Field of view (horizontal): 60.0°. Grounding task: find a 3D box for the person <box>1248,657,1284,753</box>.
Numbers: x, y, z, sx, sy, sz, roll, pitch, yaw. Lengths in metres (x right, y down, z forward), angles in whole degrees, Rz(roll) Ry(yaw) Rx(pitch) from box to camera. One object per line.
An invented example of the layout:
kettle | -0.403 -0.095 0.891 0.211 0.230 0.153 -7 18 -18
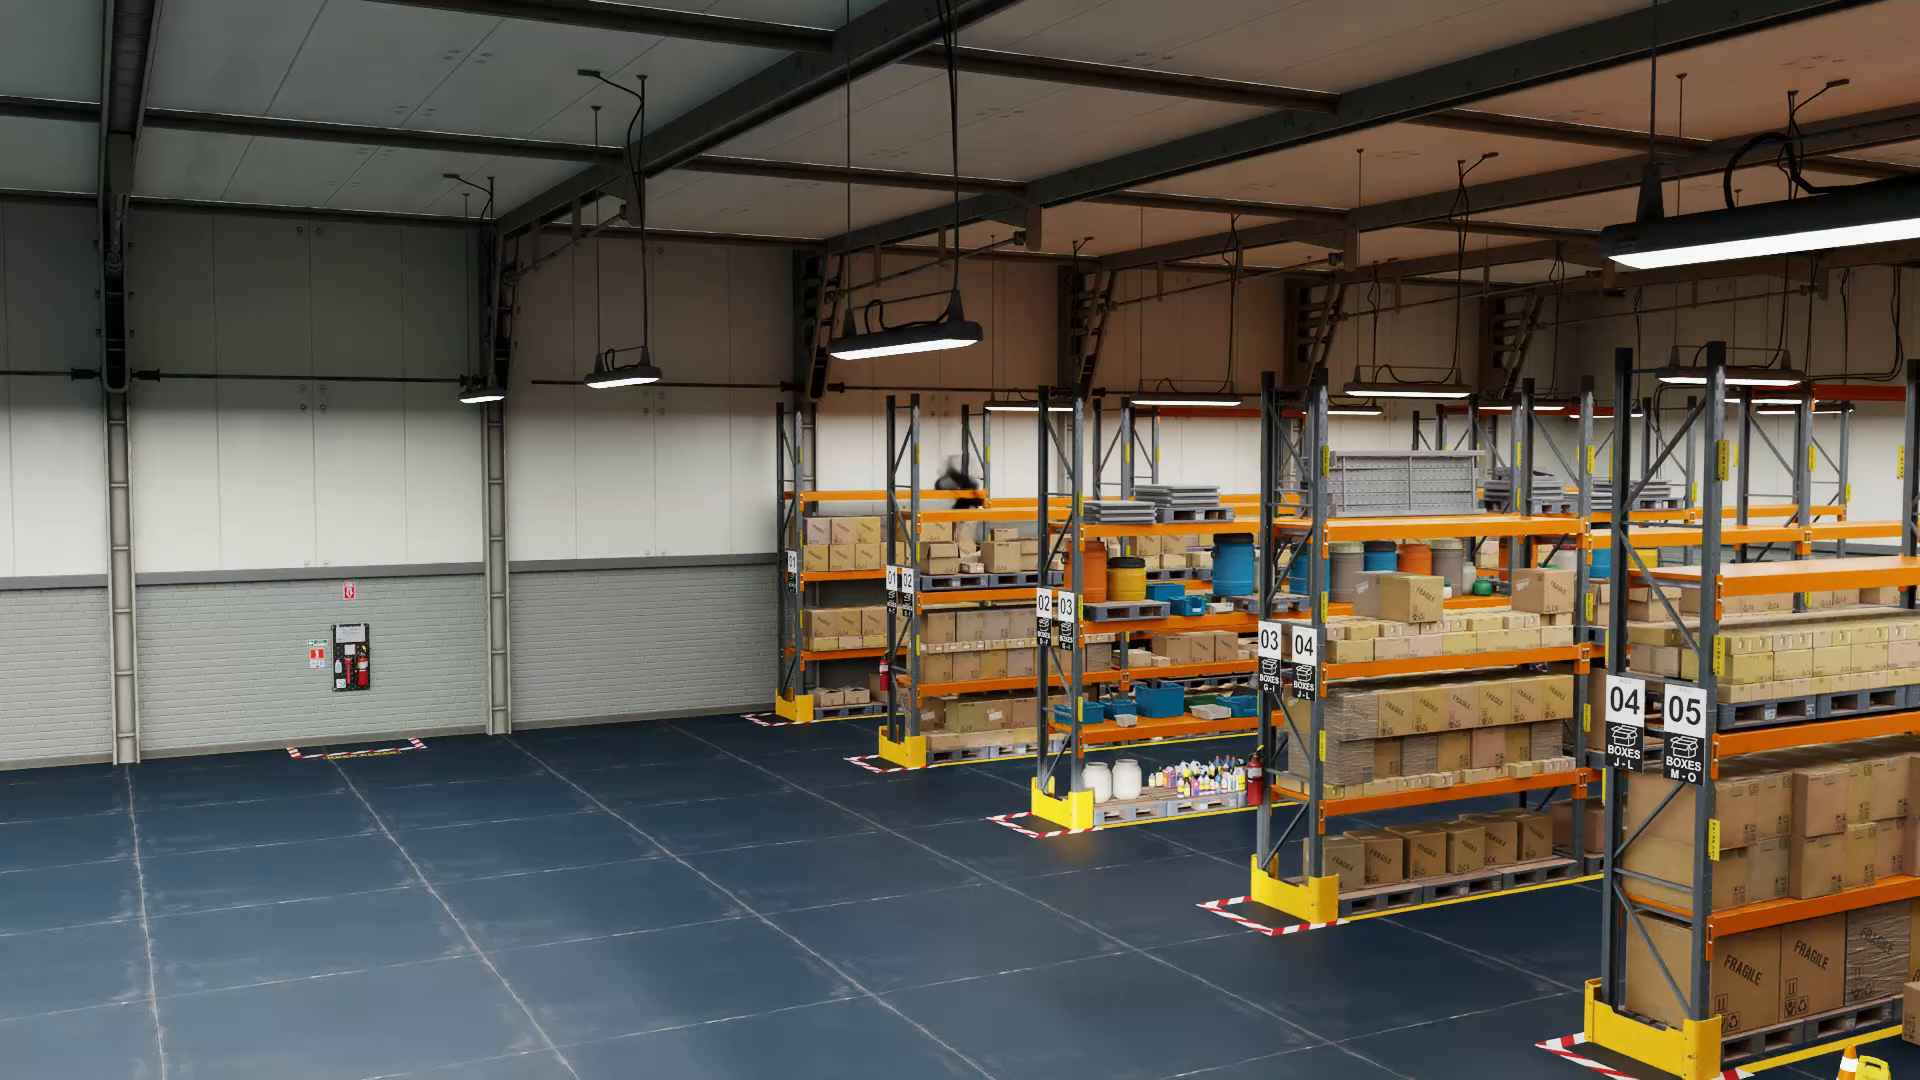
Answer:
person | 5.056 2.727 27.557 0.820 1.732 0.735 -2 4 -28
